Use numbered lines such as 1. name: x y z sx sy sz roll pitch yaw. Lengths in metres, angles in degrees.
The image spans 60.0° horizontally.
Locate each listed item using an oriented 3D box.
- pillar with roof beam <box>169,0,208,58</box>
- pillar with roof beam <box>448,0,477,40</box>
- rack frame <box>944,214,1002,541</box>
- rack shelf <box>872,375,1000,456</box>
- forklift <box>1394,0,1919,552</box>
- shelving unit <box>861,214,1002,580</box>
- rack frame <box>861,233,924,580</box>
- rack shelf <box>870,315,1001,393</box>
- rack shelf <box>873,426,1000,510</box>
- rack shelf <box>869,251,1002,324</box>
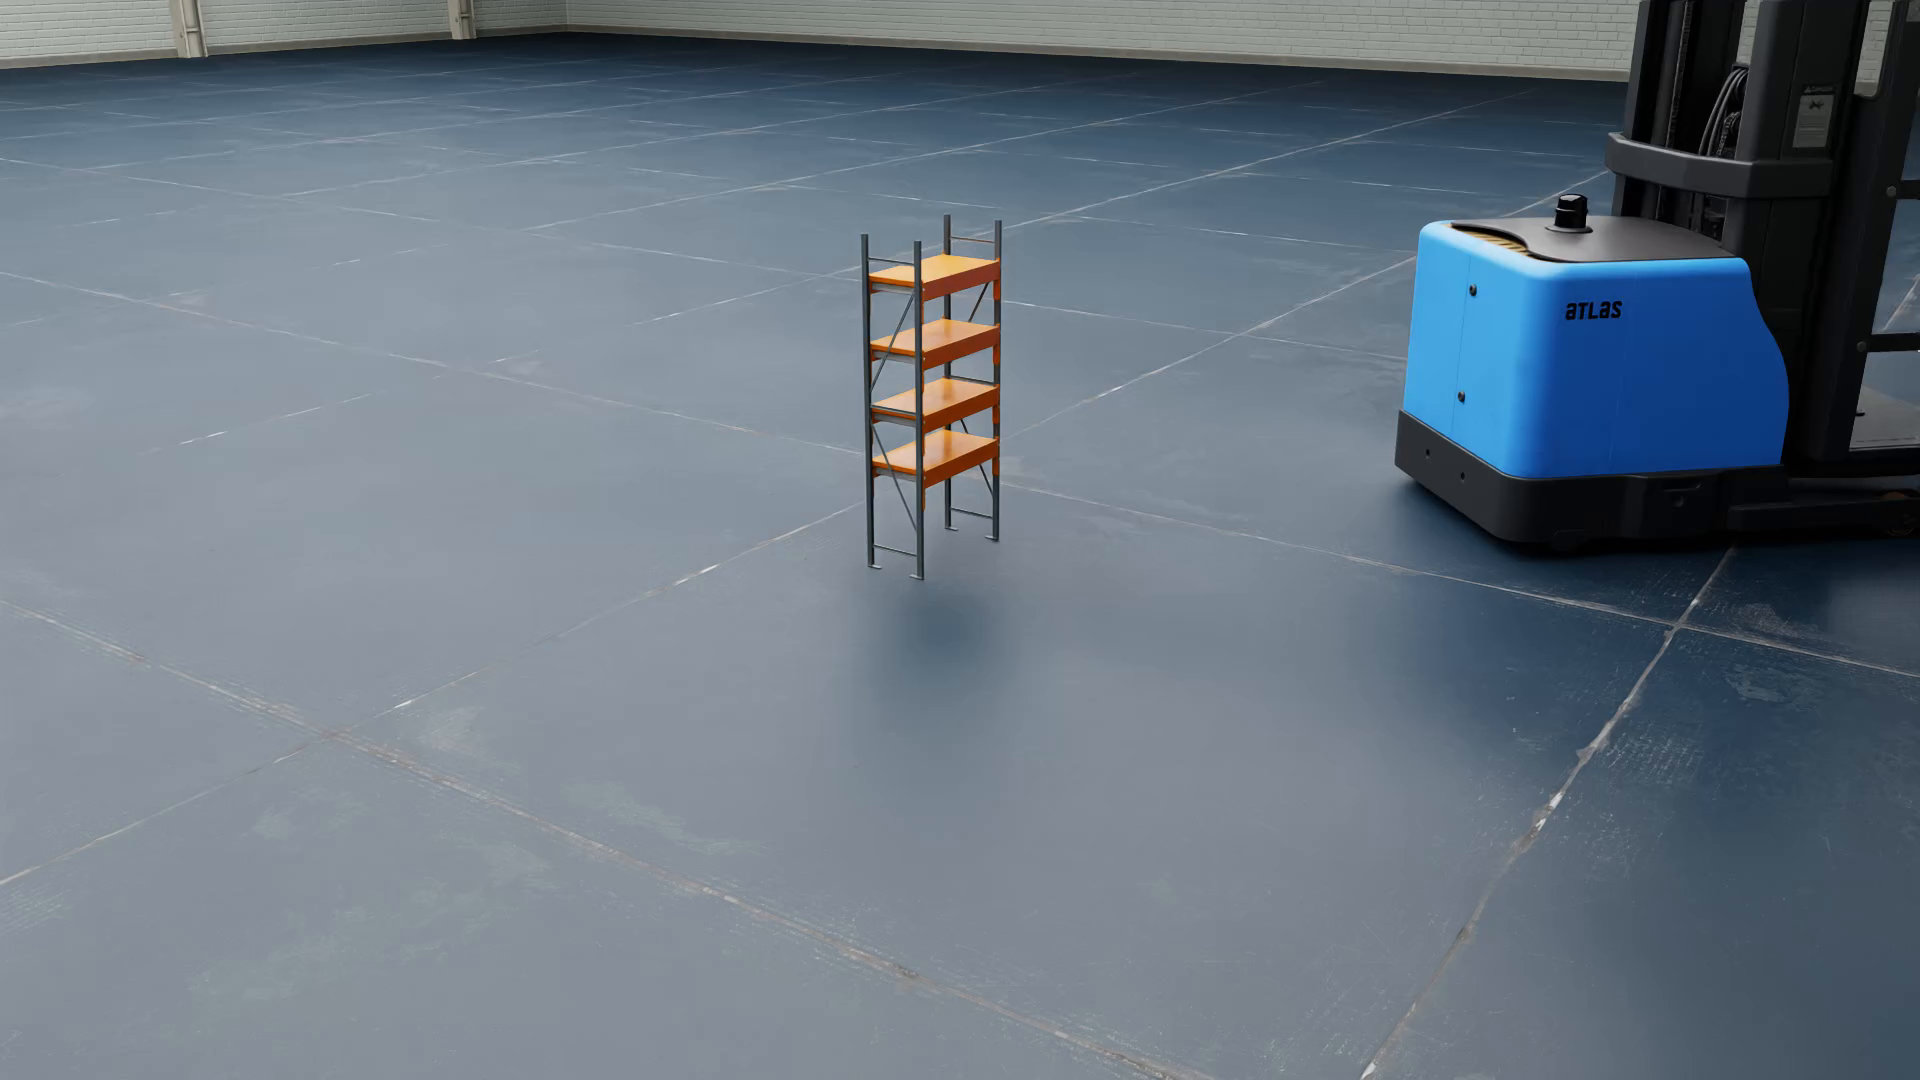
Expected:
1. pillar with roof beam: -9.912 -11.867 25.375 9.100 9.000 0.400 13 24 32
2. pillar with roof beam: -6.539 -13.588 30.029 9.100 9.000 0.400 13 24 32
3. rack frame: 0.044 -0.585 6.118 0.240 1.200 0.015 13 24 32
4. rack shelf: -0.093 -0.452 5.952 0.258 0.148 0.480 13 24 32
5. forklift: 3.370 -1.563 6.265 3.031 2.935 1.130 -4 21 -10
6. shelving unit: -0.093 -0.515 5.928 0.258 1.200 0.503 13 24 32
7. rack frame: -0.230 -0.445 5.739 0.240 1.200 0.015 13 24 32
8. rack shelf: -0.093 -0.662 5.874 0.258 0.148 0.480 13 24 32
9. rack shelf: -0.093 -0.266 6.021 0.258 0.148 0.480 13 24 32
10. rack shelf: -0.093 -0.884 5.792 0.258 0.148 0.480 13 24 32
